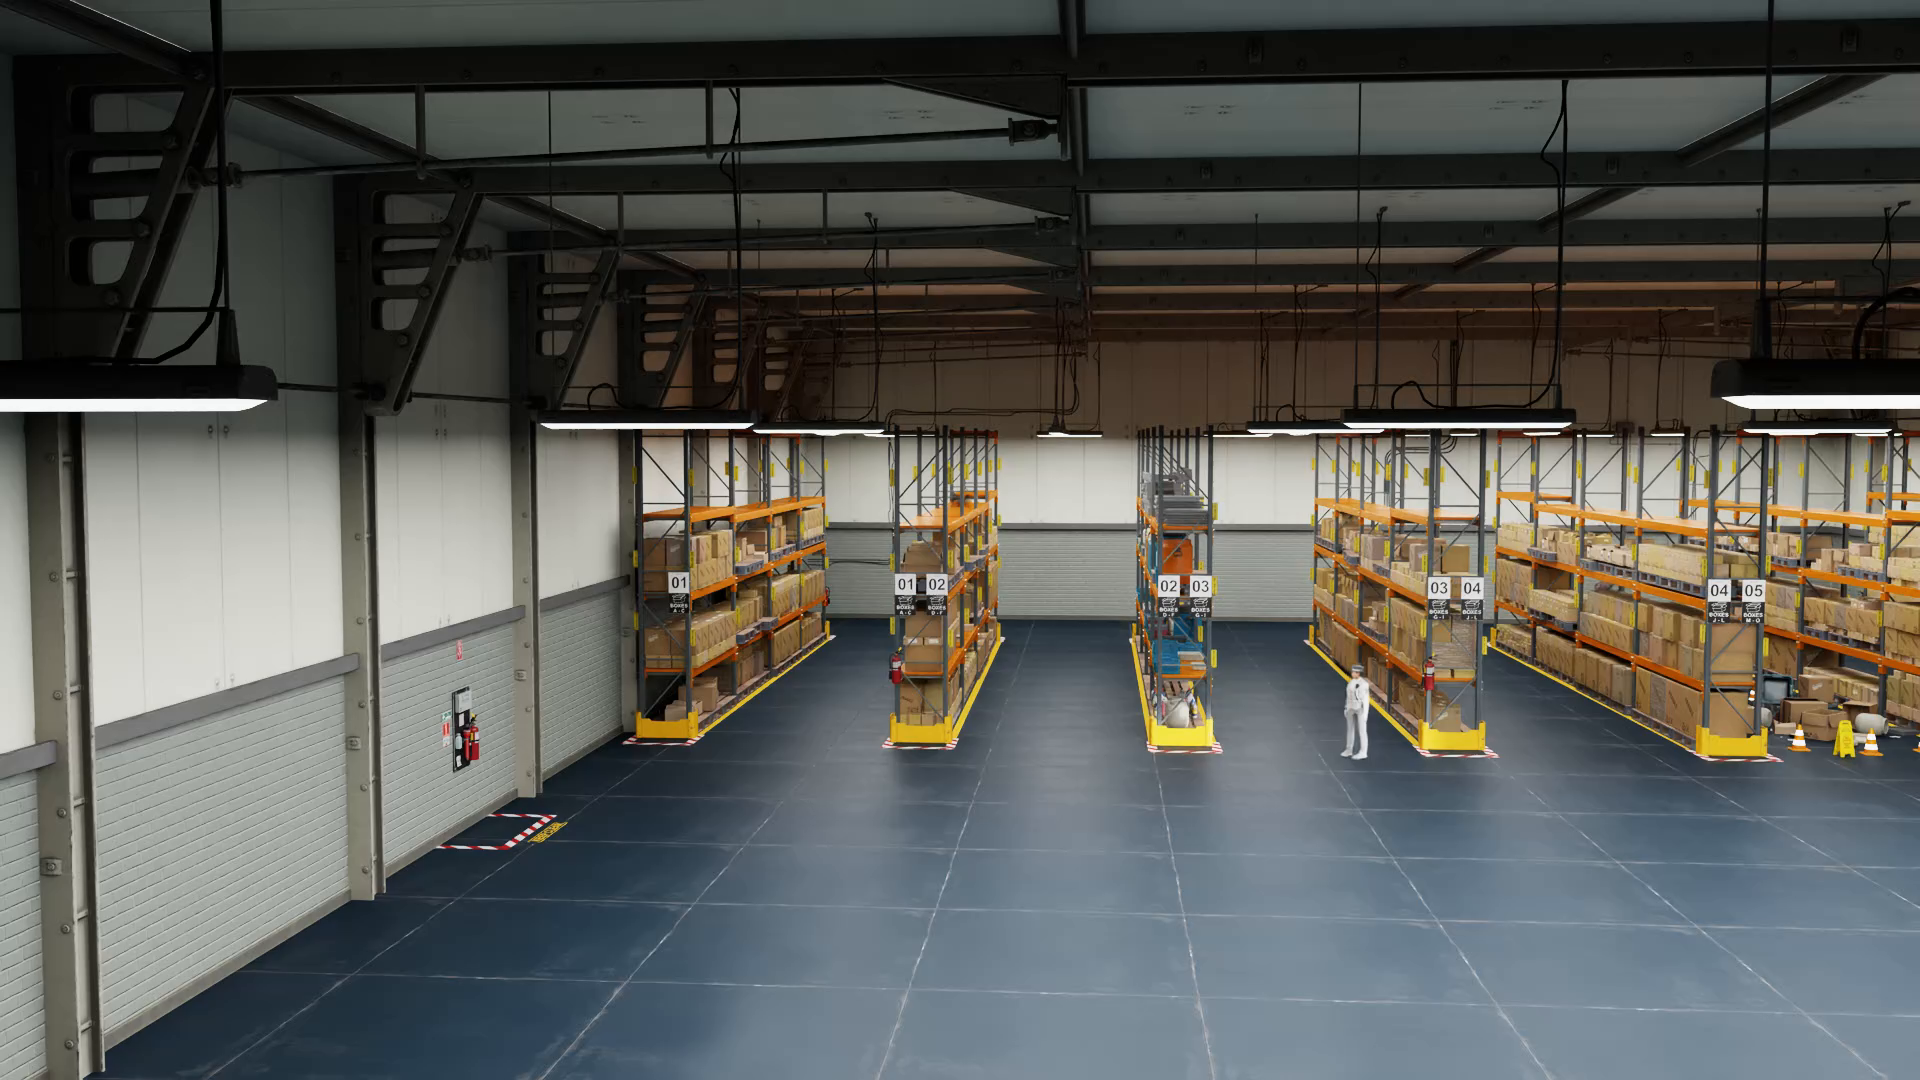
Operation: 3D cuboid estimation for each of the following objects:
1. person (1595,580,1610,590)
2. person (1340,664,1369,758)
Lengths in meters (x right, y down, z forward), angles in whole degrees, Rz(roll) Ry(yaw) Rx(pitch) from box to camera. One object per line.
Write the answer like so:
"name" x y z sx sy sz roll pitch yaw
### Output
"person" 19.130 1.862 49.594 0.904 1.739 0.628 -2 4 -27
"person" 7.113 3.074 29.941 0.405 1.678 0.536 -2 4 -33
